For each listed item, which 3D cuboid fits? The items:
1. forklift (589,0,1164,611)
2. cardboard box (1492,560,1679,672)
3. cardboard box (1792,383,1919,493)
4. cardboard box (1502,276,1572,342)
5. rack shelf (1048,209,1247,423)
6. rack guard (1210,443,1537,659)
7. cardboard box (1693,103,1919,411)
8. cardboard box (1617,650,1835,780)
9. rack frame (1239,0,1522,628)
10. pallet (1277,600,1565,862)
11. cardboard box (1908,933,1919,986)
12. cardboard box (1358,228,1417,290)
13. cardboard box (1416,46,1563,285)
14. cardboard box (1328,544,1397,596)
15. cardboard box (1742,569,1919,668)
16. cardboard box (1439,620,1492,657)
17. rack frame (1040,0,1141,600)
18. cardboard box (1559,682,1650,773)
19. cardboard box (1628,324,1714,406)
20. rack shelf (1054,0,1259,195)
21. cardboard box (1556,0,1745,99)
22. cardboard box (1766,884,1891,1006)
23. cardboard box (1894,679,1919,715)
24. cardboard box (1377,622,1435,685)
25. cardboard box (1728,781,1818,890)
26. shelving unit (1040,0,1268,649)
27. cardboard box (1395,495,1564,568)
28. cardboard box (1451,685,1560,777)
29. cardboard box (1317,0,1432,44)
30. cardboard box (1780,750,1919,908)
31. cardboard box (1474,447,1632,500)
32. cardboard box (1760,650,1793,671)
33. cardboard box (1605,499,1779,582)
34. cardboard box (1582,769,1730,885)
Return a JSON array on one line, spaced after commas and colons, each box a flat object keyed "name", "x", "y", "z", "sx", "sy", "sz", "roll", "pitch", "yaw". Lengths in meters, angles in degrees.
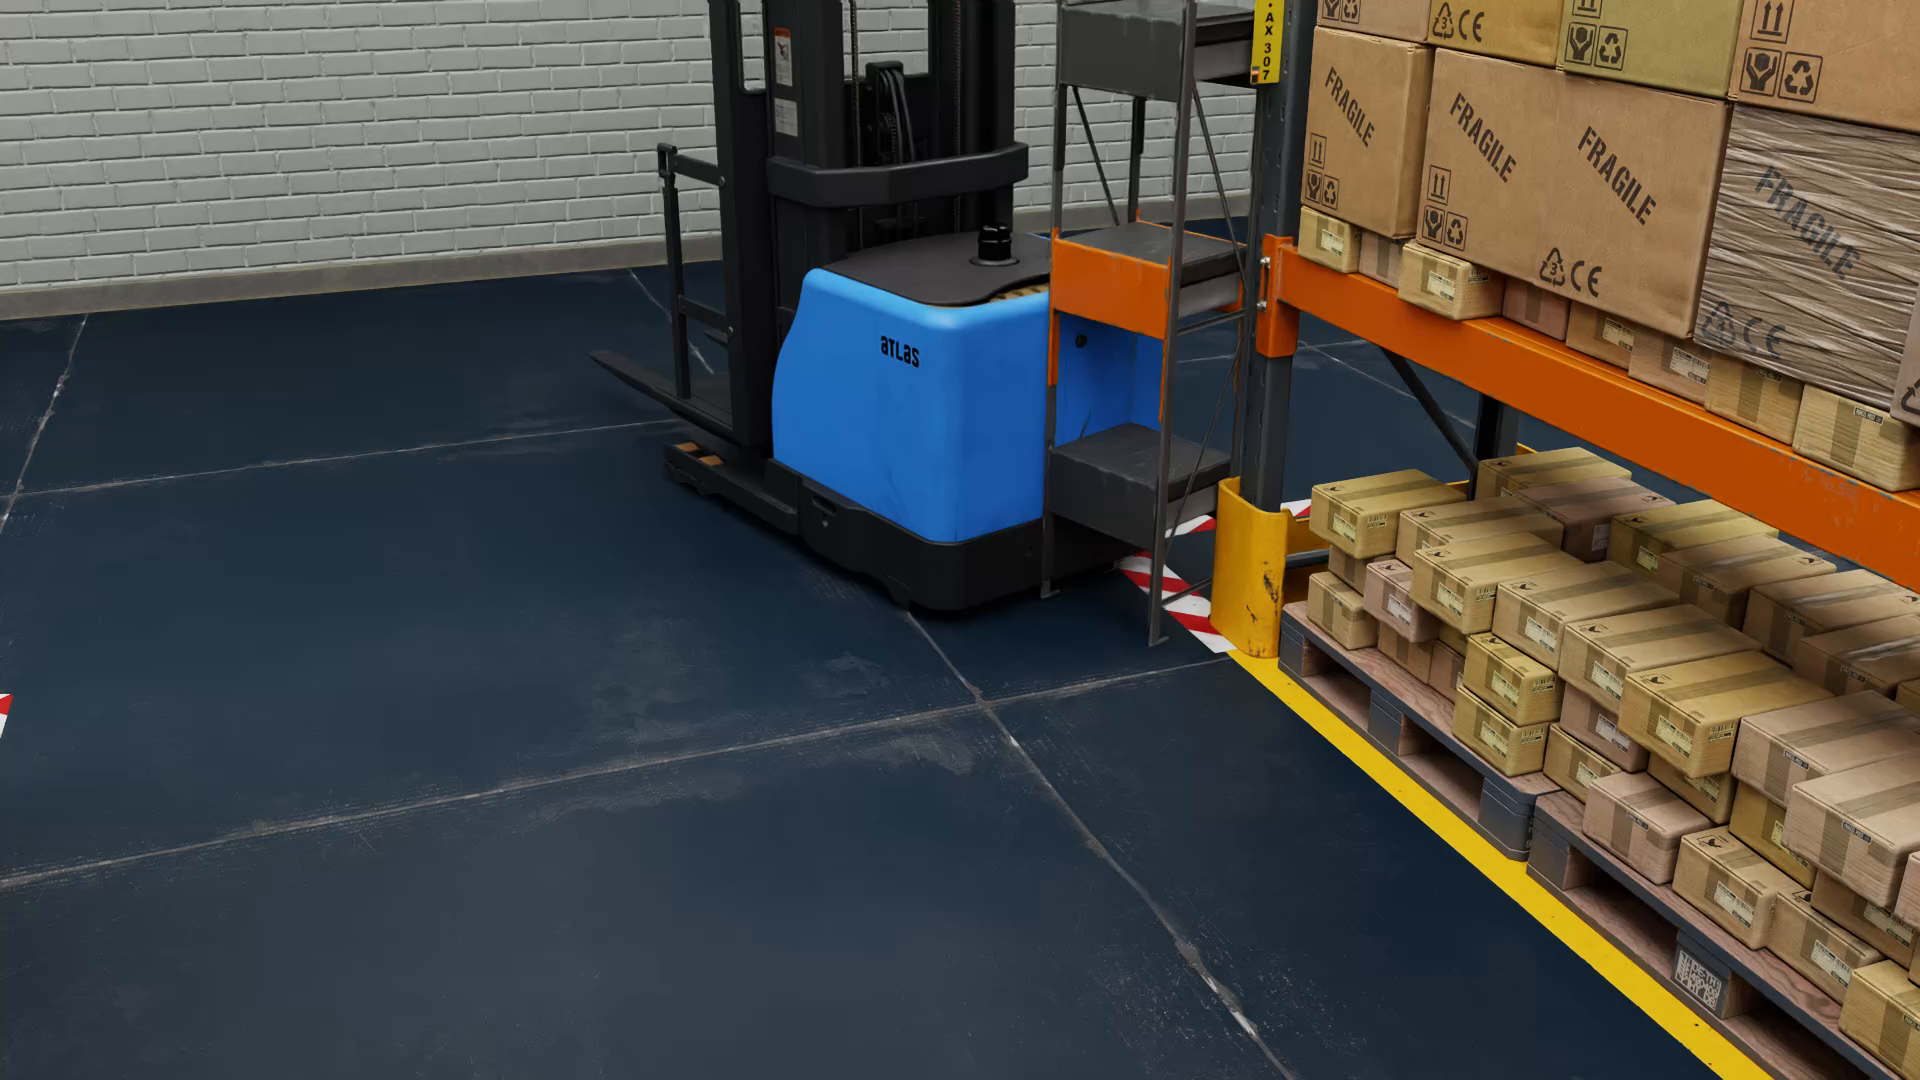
[{"name": "forklift", "x": -0.554, "y": -1.625, "z": 6.331, "sx": 1.130, "sy": 2.935, "sz": 3.031, "roll": -16, "pitch": 28, "yaw": -34}, {"name": "cardboard box", "x": 1.613, "y": 0.192, "z": 4.297, "sx": 0.380, "sy": 0.149, "sz": 0.250, "roll": -10, "pitch": 25, "yaw": -22}, {"name": "cardboard box", "x": 1.875, "y": -0.223, "z": 3.242, "sx": 0.380, "sy": 0.149, "sz": 0.250, "roll": -8, "pitch": 24, "yaw": -18}, {"name": "cardboard box", "x": 1.603, "y": -0.617, "z": 4.175, "sx": 0.380, "sy": 0.149, "sz": 0.250, "roll": -7, "pitch": 24, "yaw": -17}, {"name": "rack shelf", "x": 0.601, "y": -0.723, "z": 5.278, "sx": 0.431, "sy": 0.518, "sz": 0.480, "roll": -21, "pitch": 32, "yaw": -39}, {"name": "rack guard", "x": 1.428, "y": 0.017, "z": 5.567, "sx": 1.175, "sy": 0.500, "sz": 0.348, "roll": -8, "pitch": 24, "yaw": -19}, {"name": "cardboard box", "x": 1.861, "y": -0.590, "z": 3.276, "sx": 0.500, "sy": 0.500, "sz": 0.500, "roll": -9, "pitch": 24, "yaw": -20}, {"name": "cardboard box", "x": 1.752, "y": 0.396, "z": 3.813, "sx": 0.380, "sy": 0.149, "sz": 0.250, "roll": -8, "pitch": 24, "yaw": -18}, {"name": "rack frame", "x": 1.401, "y": -1.163, "z": 5.147, "sx": 1.000, "sy": 3.000, "sz": 0.127, "roll": -8, "pitch": 24, "yaw": -19}, {"name": "pallet", "x": 1.682, "y": 0.450, "z": 4.911, "sx": 1.003, "sy": 0.211, "sz": 1.213, "roll": -8, "pitch": 24, "yaw": -19}, {"name": "cardboard box", "x": 2.082, "y": 0.817, "z": 3.197, "sx": 0.380, "sy": 0.149, "sz": 0.250, "roll": -8, "pitch": 24, "yaw": -18}, {"name": "cardboard box", "x": 1.338, "y": -0.798, "z": 4.604, "sx": 0.380, "sy": 0.149, "sz": 0.250, "roll": -7, "pitch": 24, "yaw": -17}, {"name": "cardboard box", "x": 1.514, "y": -0.954, "z": 4.139, "sx": 0.500, "sy": 0.500, "sz": 0.500, "roll": -8, "pitch": 24, "yaw": -19}, {"name": "cardboard box", "x": 1.346, "y": 0.046, "z": 5.026, "sx": 0.380, "sy": 0.149, "sz": 0.250, "roll": -7, "pitch": 24, "yaw": -17}, {"name": "cardboard box", "x": 2.250, "y": 0.209, "z": 4.255, "sx": 0.380, "sy": 0.149, "sz": 0.250, "roll": -7, "pitch": 24, "yaw": -17}, {"name": "cardboard box", "x": 1.559, "y": 0.230, "z": 4.589, "sx": 0.380, "sy": 0.149, "sz": 0.250, "roll": -8, "pitch": 24, "yaw": -18}, {"name": "rack frame", "x": 0.433, "y": -0.808, "z": 5.434, "sx": 0.400, "sy": 2.100, "sz": 0.015, "roll": -21, "pitch": 32, "yaw": -39}, {"name": "cardboard box", "x": 1.731, "y": 0.421, "z": 4.135, "sx": 0.380, "sy": 0.149, "sz": 0.250, "roll": -10, "pitch": 25, "yaw": -22}, {"name": "cardboard box", "x": 1.736, "y": -0.422, "z": 3.712, "sx": 0.380, "sy": 0.149, "sz": 0.250, "roll": -9, "pitch": 24, "yaw": -20}, {"name": "rack shelf", "x": 0.604, "y": -1.363, "z": 4.993, "sx": 0.431, "sy": 0.518, "sz": 0.480, "roll": -21, "pitch": 32, "yaw": -39}, {"name": "cardboard box", "x": 1.659, "y": -1.233, "z": 3.513, "sx": 0.500, "sy": 0.500, "sz": 0.500, "roll": -9, "pitch": 24, "yaw": -20}, {"name": "cardboard box", "x": 1.962, "y": 0.835, "z": 3.537, "sx": 0.380, "sy": 0.149, "sz": 0.250, "roll": -8, "pitch": 24, "yaw": -18}, {"name": "cardboard box", "x": 2.358, "y": 0.412, "z": 3.775, "sx": 0.380, "sy": 0.149, "sz": 0.250, "roll": -8, "pitch": 24, "yaw": -19}, {"name": "cardboard box", "x": 1.456, "y": 0.276, "z": 4.864, "sx": 0.380, "sy": 0.149, "sz": 0.250, "roll": -8, "pitch": 24, "yaw": -19}, {"name": "cardboard box", "x": 1.952, "y": 0.614, "z": 3.678, "sx": 0.380, "sy": 0.149, "sz": 0.250, "roll": -7, "pitch": 24, "yaw": -16}, {"name": "shelving unit", "x": 0.601, "y": -0.736, "z": 5.273, "sx": 0.431, "sy": 2.100, "sz": 0.503, "roll": -21, "pitch": 32, "yaw": -39}, {"name": "cardboard box", "x": 1.479, "y": 0.004, "z": 4.743, "sx": 0.380, "sy": 0.149, "sz": 0.250, "roll": -8, "pitch": 24, "yaw": -18}, {"name": "cardboard box", "x": 1.538, "y": 0.473, "z": 4.396, "sx": 0.380, "sy": 0.149, "sz": 0.250, "roll": -8, "pitch": 24, "yaw": -18}, {"name": "cardboard box", "x": 1.312, "y": -1.607, "z": 4.402, "sx": 0.500, "sy": 0.500, "sz": 0.500, "roll": -8, "pitch": 24, "yaw": -19}, {"name": "cardboard box", "x": 1.916, "y": 0.579, "z": 3.377, "sx": 0.380, "sy": 0.149, "sz": 0.250, "roll": -9, "pitch": 25, "yaw": -21}, {"name": "cardboard box", "x": 1.825, "y": -0.159, "z": 5.129, "sx": 0.380, "sy": 0.149, "sz": 0.250, "roll": -8, "pitch": 24, "yaw": -18}, {"name": "cardboard box", "x": 2.235, "y": 0.348, "z": 4.309, "sx": 0.380, "sy": 0.149, "sz": 0.250, "roll": -8, "pitch": 24, "yaw": -18}, {"name": "cardboard box", "x": 2.071, "y": 0.017, "z": 4.712, "sx": 0.380, "sy": 0.149, "sz": 0.250, "roll": -9, "pitch": 24, "yaw": -20}, {"name": "cardboard box", "x": 1.724, "y": 0.655, "z": 3.964, "sx": 0.380, "sy": 0.149, "sz": 0.250, "roll": -10, "pitch": 25, "yaw": -22}]
